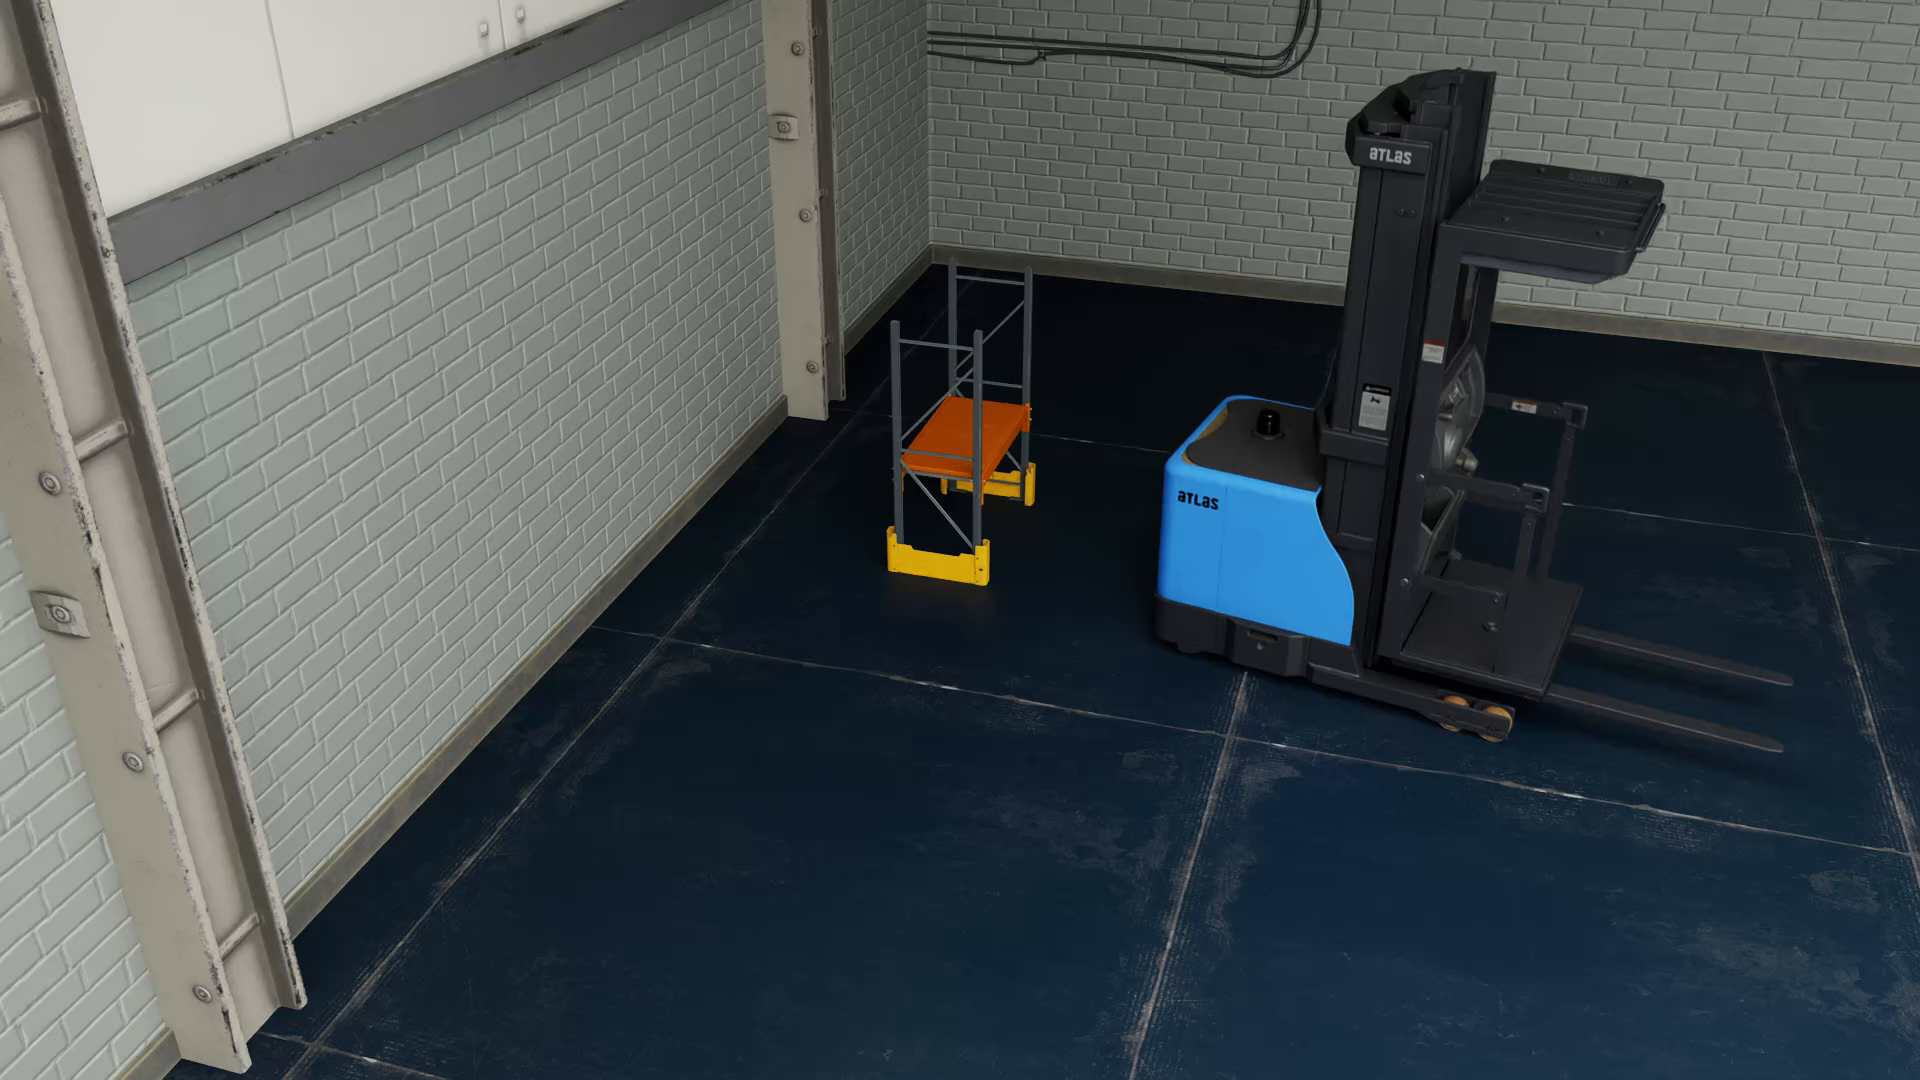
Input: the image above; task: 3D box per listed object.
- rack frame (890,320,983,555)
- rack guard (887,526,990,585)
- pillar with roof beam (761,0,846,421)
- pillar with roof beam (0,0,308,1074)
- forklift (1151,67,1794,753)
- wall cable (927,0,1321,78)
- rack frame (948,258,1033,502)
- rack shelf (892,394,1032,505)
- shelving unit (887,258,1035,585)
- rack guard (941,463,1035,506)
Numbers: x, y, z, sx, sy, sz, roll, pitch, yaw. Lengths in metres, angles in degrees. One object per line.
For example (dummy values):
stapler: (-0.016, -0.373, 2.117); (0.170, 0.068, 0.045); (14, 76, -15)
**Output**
rack frame: (-0.124, -0.459, 9.032); (0.500, 1.500, 0.032); (8, 30, 15)
rack guard: (-0.124, 0.087, 9.337); (0.587, 0.250, 0.087); (8, 30, 15)
pillar with roof beam: (3.122, -4.235, 8.107); (9.100, 9.000, 0.400); (8, 30, 15)
pillar with roof beam: (1.361, -1.447, 3.094); (9.100, 9.000, 0.400); (8, 30, 15)
forklift: (2.552, -0.606, 7.824); (3.031, 2.935, 1.130); (14, 32, 24)
wall cable: (1.136, -4.673, 12.088); (3.097, 2.526, 0.112); (8, 30, 15)
rack frame: (0.174, -0.931, 9.881); (0.500, 1.500, 0.032); (8, 30, 15)
rack shelf: (0.025, -0.538, 9.544); (0.538, 0.185, 1.000); (8, 30, 15)
shelving unit: (0.022, -0.691, 9.449); (0.587, 1.500, 1.083); (8, 30, 15)
rack guard: (0.169, -0.376, 10.169); (0.587, 0.250, 0.087); (8, 30, 15)
